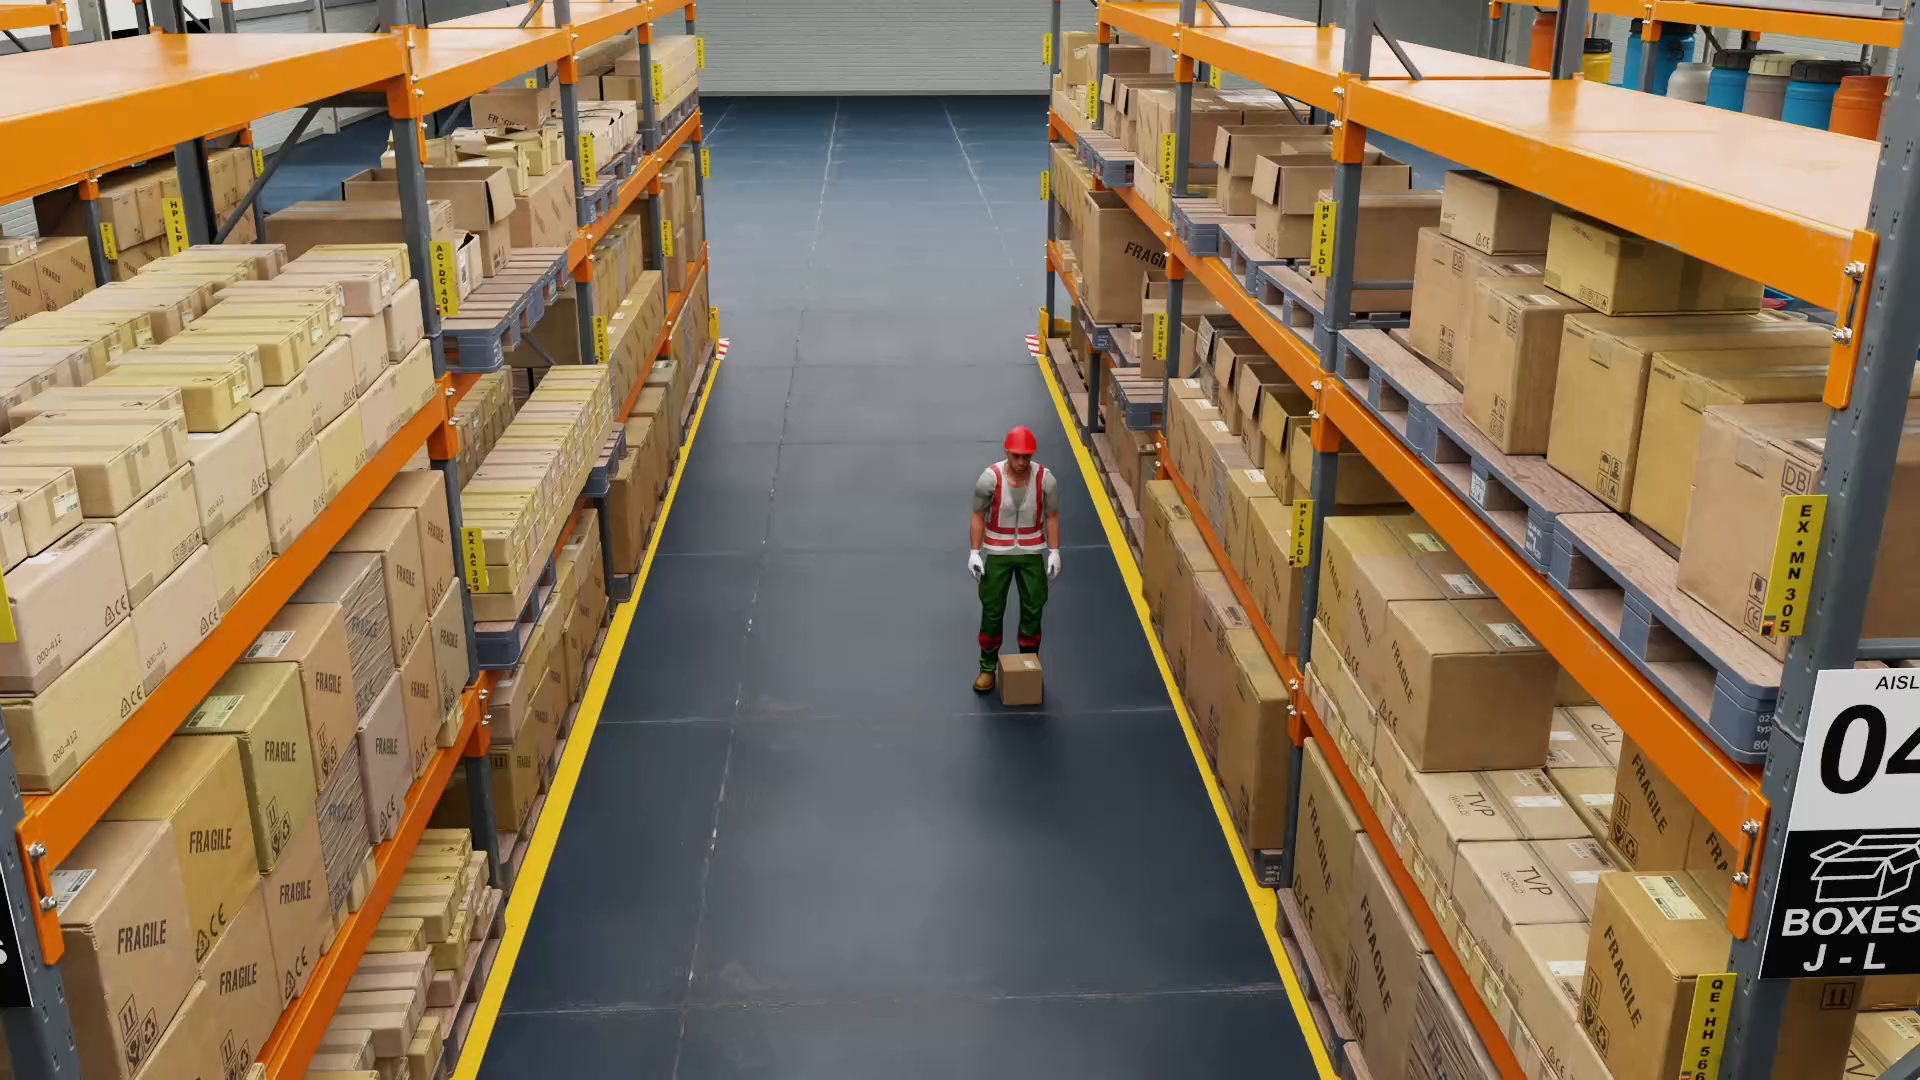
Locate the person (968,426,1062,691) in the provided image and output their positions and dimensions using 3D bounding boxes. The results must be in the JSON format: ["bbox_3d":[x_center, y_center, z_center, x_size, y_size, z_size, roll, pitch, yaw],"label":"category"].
[{"bbox_3d":[0.354,0.111,10.751,0.607,1.780,0.450,-1,20,-3],"label":"person"}]
